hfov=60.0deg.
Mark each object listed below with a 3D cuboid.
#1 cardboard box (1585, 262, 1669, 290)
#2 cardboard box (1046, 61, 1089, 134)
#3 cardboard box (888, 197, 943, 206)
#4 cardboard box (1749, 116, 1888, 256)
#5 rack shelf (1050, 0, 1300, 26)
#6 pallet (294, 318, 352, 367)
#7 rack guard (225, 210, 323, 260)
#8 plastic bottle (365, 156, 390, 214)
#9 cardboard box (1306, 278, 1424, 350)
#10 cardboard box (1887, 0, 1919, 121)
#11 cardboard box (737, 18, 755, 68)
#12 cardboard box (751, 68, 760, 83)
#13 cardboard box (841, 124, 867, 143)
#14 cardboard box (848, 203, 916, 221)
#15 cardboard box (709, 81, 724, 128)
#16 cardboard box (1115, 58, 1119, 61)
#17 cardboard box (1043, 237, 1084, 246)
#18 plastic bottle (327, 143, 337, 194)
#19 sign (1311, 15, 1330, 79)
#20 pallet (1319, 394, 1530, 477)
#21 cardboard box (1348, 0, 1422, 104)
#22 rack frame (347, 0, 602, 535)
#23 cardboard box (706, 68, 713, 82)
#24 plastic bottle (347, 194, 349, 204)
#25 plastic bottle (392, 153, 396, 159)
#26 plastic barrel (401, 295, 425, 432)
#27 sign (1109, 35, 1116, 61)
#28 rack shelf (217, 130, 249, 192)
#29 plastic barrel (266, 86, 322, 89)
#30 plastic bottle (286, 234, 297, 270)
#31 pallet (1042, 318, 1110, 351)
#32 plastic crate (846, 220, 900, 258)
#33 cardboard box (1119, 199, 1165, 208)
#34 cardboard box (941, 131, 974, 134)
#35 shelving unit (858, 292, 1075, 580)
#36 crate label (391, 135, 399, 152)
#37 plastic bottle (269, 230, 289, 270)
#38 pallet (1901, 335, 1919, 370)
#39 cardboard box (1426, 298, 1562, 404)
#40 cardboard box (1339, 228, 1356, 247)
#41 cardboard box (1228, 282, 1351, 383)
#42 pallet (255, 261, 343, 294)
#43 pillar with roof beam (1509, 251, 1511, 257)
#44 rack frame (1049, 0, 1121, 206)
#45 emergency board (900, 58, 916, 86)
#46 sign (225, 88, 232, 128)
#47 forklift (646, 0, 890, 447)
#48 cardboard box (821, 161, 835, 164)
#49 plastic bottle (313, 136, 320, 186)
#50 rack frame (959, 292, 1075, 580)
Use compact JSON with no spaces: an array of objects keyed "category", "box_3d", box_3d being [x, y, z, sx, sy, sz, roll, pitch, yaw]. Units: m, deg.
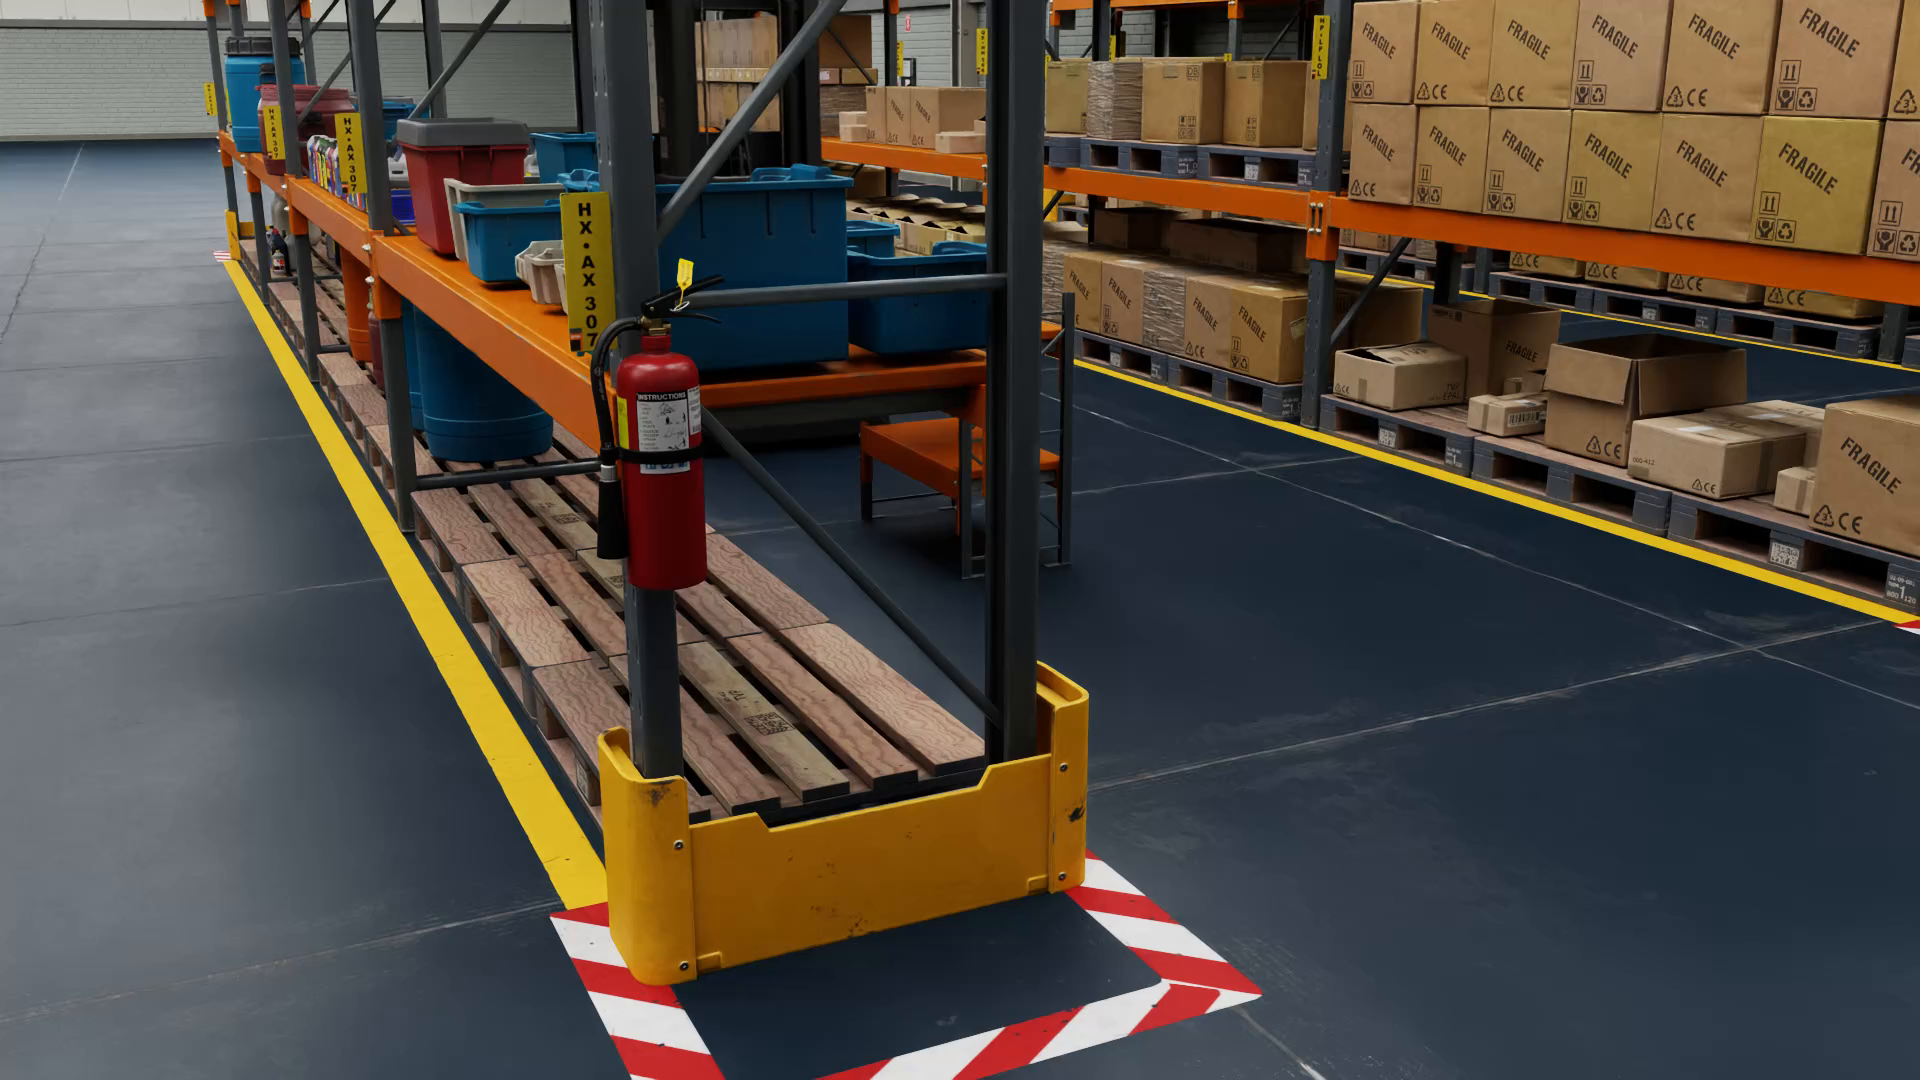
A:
[{"category":"cardboard box","box_3d":[5.701,-2.481,13.593,0.750,0.750,0.750,-8,18,-25]},{"category":"cardboard box","box_3d":[1.045,-3.236,12.147,0.500,0.500,0.700,15,22,42]},{"category":"cardboard box","box_3d":[-0.416,-3.076,15.740,0.500,0.311,0.500,-7,17,-23]},{"category":"cardboard box","box_3d":[3.501,-1.400,6.508,0.500,0.500,0.500,-7,18,-24]},{"category":"rack shelf","box_3d":[2.490,-6.312,19.675,1.077,0.370,4.000,-8,18,-25]},{"category":"pallet","box_3d":[-4.092,-1.388,11.703,1.003,0.211,1.213,-8,18,-25]},{"category":"rack guard","box_3d":[-7.216,-3.300,17.844,1.175,0.500,0.348,-8,18,-25]},{"category":"plastic bottle","box_3d":[-2.732,-1.704,7.840,0.144,0.351,0.185,-8,18,-25]},{"category":"cardboard box","box_3d":[2.427,-1.296,10.064,0.500,0.500,0.500,-9,18,-27]},{"category":"cardboard box","box_3d":[3.730,-1.751,5.920,0.500,0.500,0.500,-8,18,-25]},{"category":"cardboard box","box_3d":[-1.945,-5.275,17.661,0.700,0.500,0.500,-8,18,-25]},{"category":"cardboard box","box_3d":[-1.952,-4.837,17.311,0.380,0.149,0.250,-7,17,-23]},{"category":"cardboard box","box_3d":[-0.881,-3.755,15.355,0.380,0.149,0.250,-8,18,-25]},{"category":"cardboard box","box_3d":[-0.686,-2.885,15.072,0.500,0.311,0.500,-8,18,-27]},{"category":"cardboard box","box_3d":[-2.410,-4.914,18.754,0.700,0.500,0.500,-7,17,-23]},{"category":"cardboard box","box_3d":[1.981,-5.603,20.212,0.500,0.500,0.500,-8,18,-27]},{"category":"cardboard box","box_3d":[0.610,-1.991,12.486,0.500,0.500,0.500,-7,17,-23]},{"category":"plastic bottle","box_3d":[-3.457,-2.062,9.230,0.097,0.271,0.097,0,16,0]},{"category":"sign","box_3d":[1.922,-2.626,8.863,0.100,0.325,0.005,-8,18,-25]},{"category":"pallet","box_3d":[2.720,-0.626,9.050,1.003,0.211,1.213,-8,18,-25]},{"category":"cardboard box","box_3d":[2.373,-2.515,8.582,0.500,0.500,0.500,-7,17,-23]},{"category":"rack frame","box_3d":[-2.035,-1.539,7.177,1.000,3.000,0.127,-8,18,-25]},{"category":"cardboard box","box_3d":[-2.633,-5.222,18.652,0.380,0.149,0.250,-8,18,-25]},{"category":"plastic bottle","box_3d":[-3.115,-1.834,8.565,0.097,0.201,0.097,0,16,0]},{"category":"plastic bottle","box_3d":[-2.775,-1.771,8.219,0.097,0.271,0.097,0,16,0]},{"category":"plastic barrel","box_3d":[-2.568,-1.045,8.497,0.600,0.901,0.708,-8,18,-25]},{"category":"sign","box_3d":[1.151,-3.715,12.803,0.100,0.325,0.005,-8,18,-25]},{"category":"rack shelf","box_3d":[-6.416,-3.673,15.917,1.077,0.370,4.000,-8,18,-25]},{"category":"plastic barrel","box_3d":[-4.806,-3.035,12.144,0.433,0.535,0.433,0,16,0]},{"category":"plastic bottle","box_3d":[-5.951,-2.603,14.890,0.144,0.351,0.185,-8,18,-25]},{"category":"pallet","box_3d":[0.960,-1.599,12.439,1.003,0.211,1.213,-8,18,-25]},{"category":"plastic crate","box_3d":[-0.383,-0.760,4.656,0.416,0.233,0.300,-8,18,-25]},{"category":"cardboard box","box_3d":[2.362,-4.210,20.218,0.700,0.500,0.500,-9,18,-28]},{"category":"cardboard box","box_3d":[0.058,-3.317,13.828,0.380,0.149,0.250,-6,17,-21]},{"category":"shelving unit","box_3d":[0.003,-0.539,7.090,0.538,1.125,1.048,-8,18,-25]},{"category":"crate label","box_3d":[-3.635,-2.600,11.178,0.303,0.233,0.416,-8,18,-25]},{"category":"plastic bottle","box_3d":[-6.081,-2.586,14.829,0.144,0.351,0.185,-8,18,-26]},{"category":"pallet","box_3d":[7.134,-1.198,11.043,1.003,0.211,1.213,-8,18,-25]},{"category":"cardboard box","box_3d":[2.924,-1.040,9.171,0.500,0.500,0.500,-8,18,-25]},{"category":"cardboard box","box_3d":[4.162,-3.296,17.033,0.700,0.500,0.500,-7,18,-24]},{"category":"cardboard box","box_3d":[1.946,-1.235,9.849,0.500,0.500,0.500,-8,18,-25]},{"category":"pallet","box_3d":[-5.796,-2.354,15.072,1.003,0.211,1.213,-8,18,-25]},{"category":"pillar with roof beam","box_3d":[1.457,-6.519,13.652,9.100,9.000,0.400,-8,18,-25]},{"category":"rack frame","box_3d":[1.614,-5.712,21.717,1.000,3.000,0.127,-8,18,-25]},{"category":"emergency board","box_3d":[-0.979,-7.748,28.812,0.194,1.169,0.643,-8,18,-25]},{"category":"sign","box_3d":[-6.039,-3.592,13.829,0.100,0.325,0.005,-8,18,-25]},{"category":"forklift","box_3d":[-1.446,-2.262,9.819,1.130,2.935,3.031,-7,17,-23]},{"category":"cardboard box","box_3d":[-1.666,-3.886,18.217,0.500,0.500,0.500,-8,18,-25]},{"category":"plastic bottle","box_3d":[-3.785,-2.242,9.836,0.061,0.283,0.133,-8,18,-25]},{"category":"rack frame","box_3d":[0.226,-0.413,6.650,0.500,1.125,0.032,-8,18,-25]}]
